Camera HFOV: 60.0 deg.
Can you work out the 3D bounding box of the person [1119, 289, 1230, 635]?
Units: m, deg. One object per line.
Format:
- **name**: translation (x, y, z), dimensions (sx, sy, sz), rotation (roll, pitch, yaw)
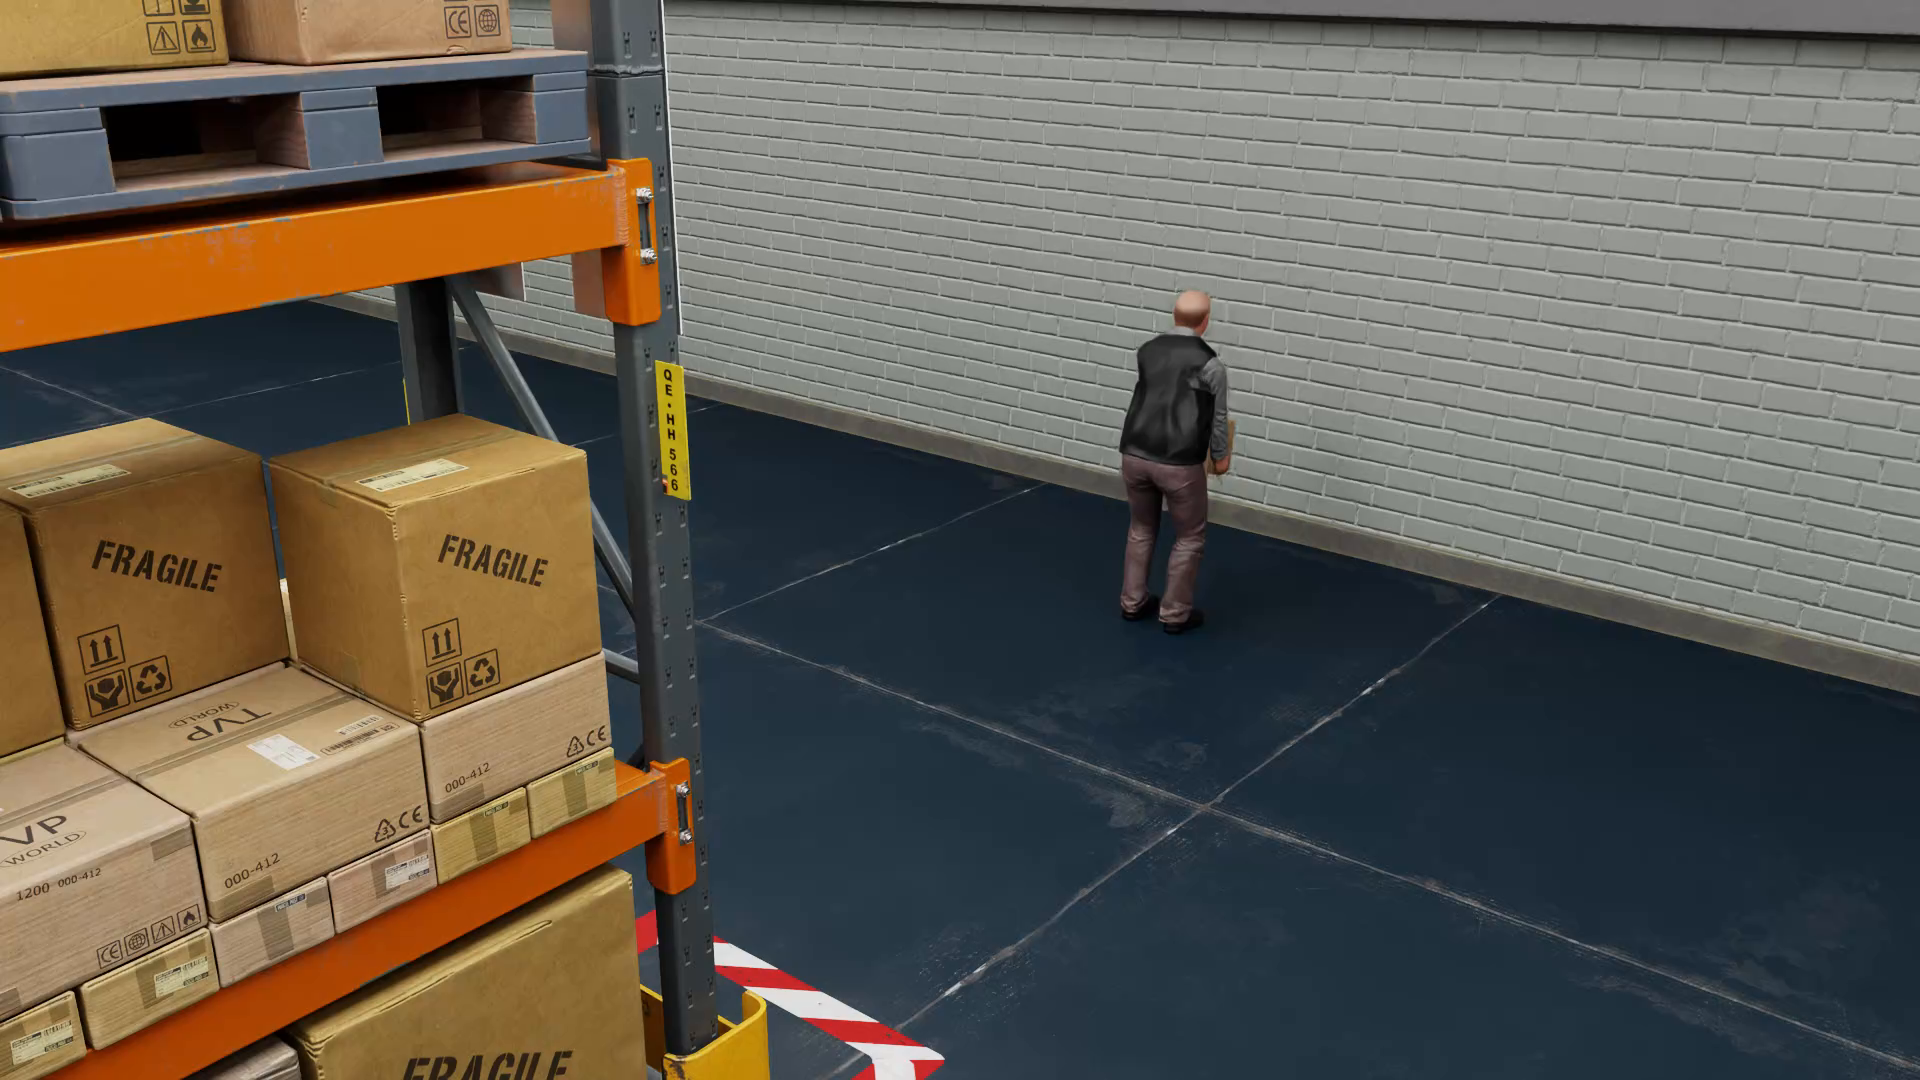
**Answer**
- **person**: translation (1.063, -0.397, 8.281), dimensions (0.479, 1.672, 0.601), rotation (15, 25, 36)
